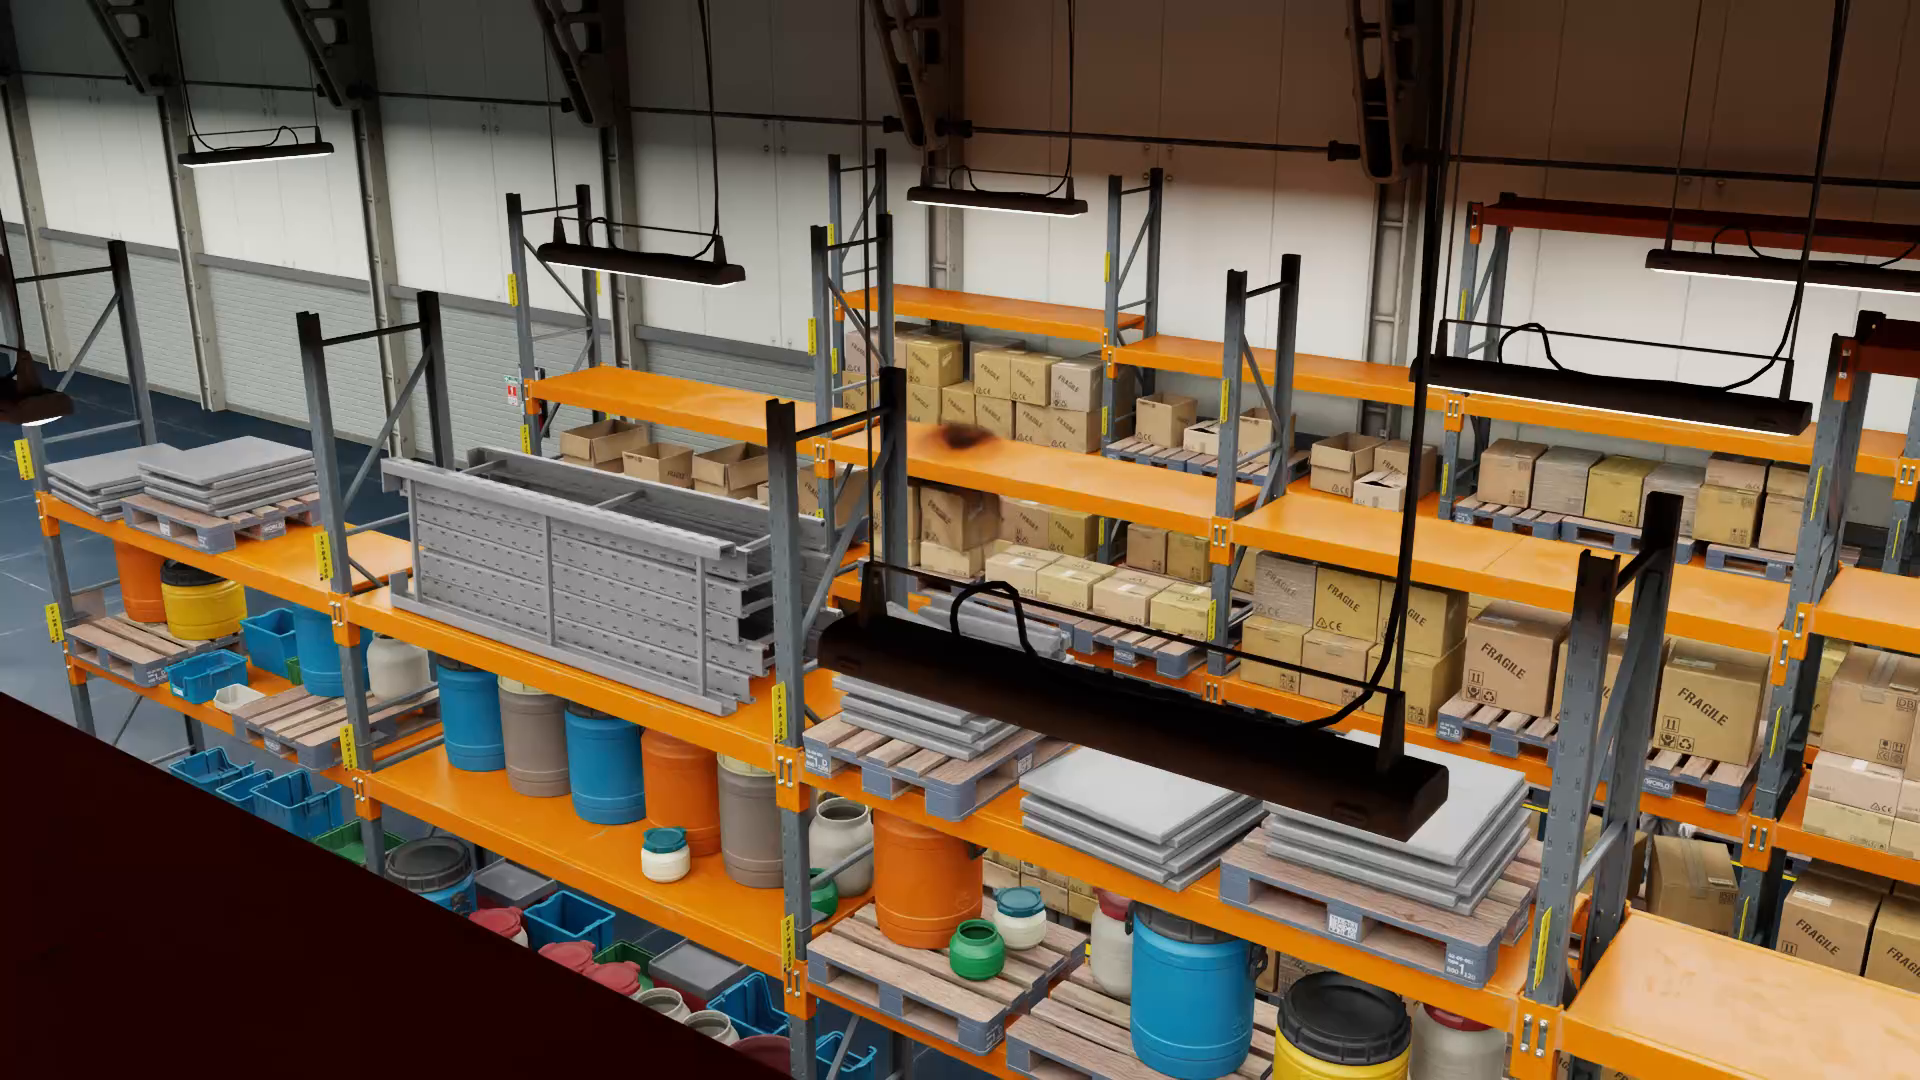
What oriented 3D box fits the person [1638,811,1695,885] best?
[{"bbox_3d":[6.400,2.448,15.009,0.437,1.808,0.638,-14,23,-35],"label":"person"}]
